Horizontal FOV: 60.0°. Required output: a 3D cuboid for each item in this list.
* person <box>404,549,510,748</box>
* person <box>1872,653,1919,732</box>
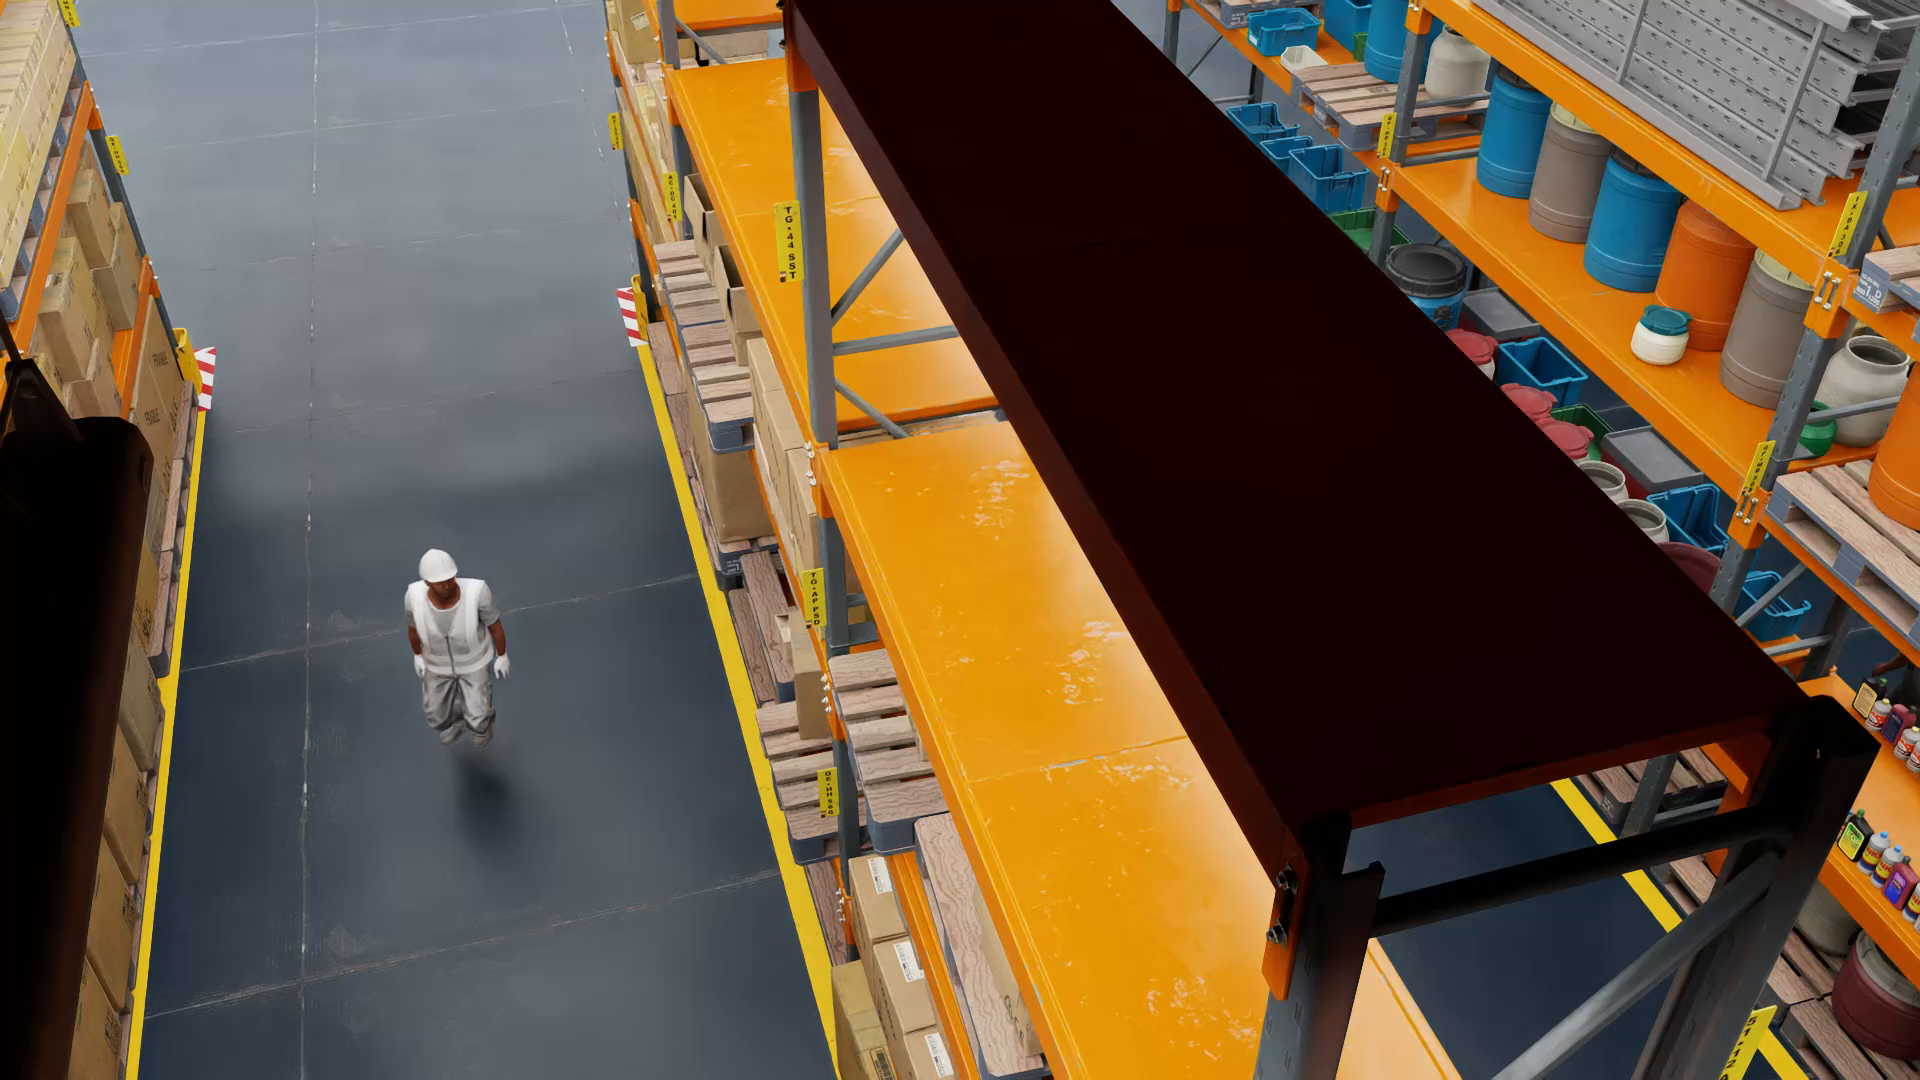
[{"bbox_3d":[-3.105,0.705,10.276,0.596,1.654,0.544,-2,38,-3],"label":"person"},{"bbox_3d":[6.020,0.822,10.469,0.469,1.590,0.977,-18,42,-21],"label":"person"}]
